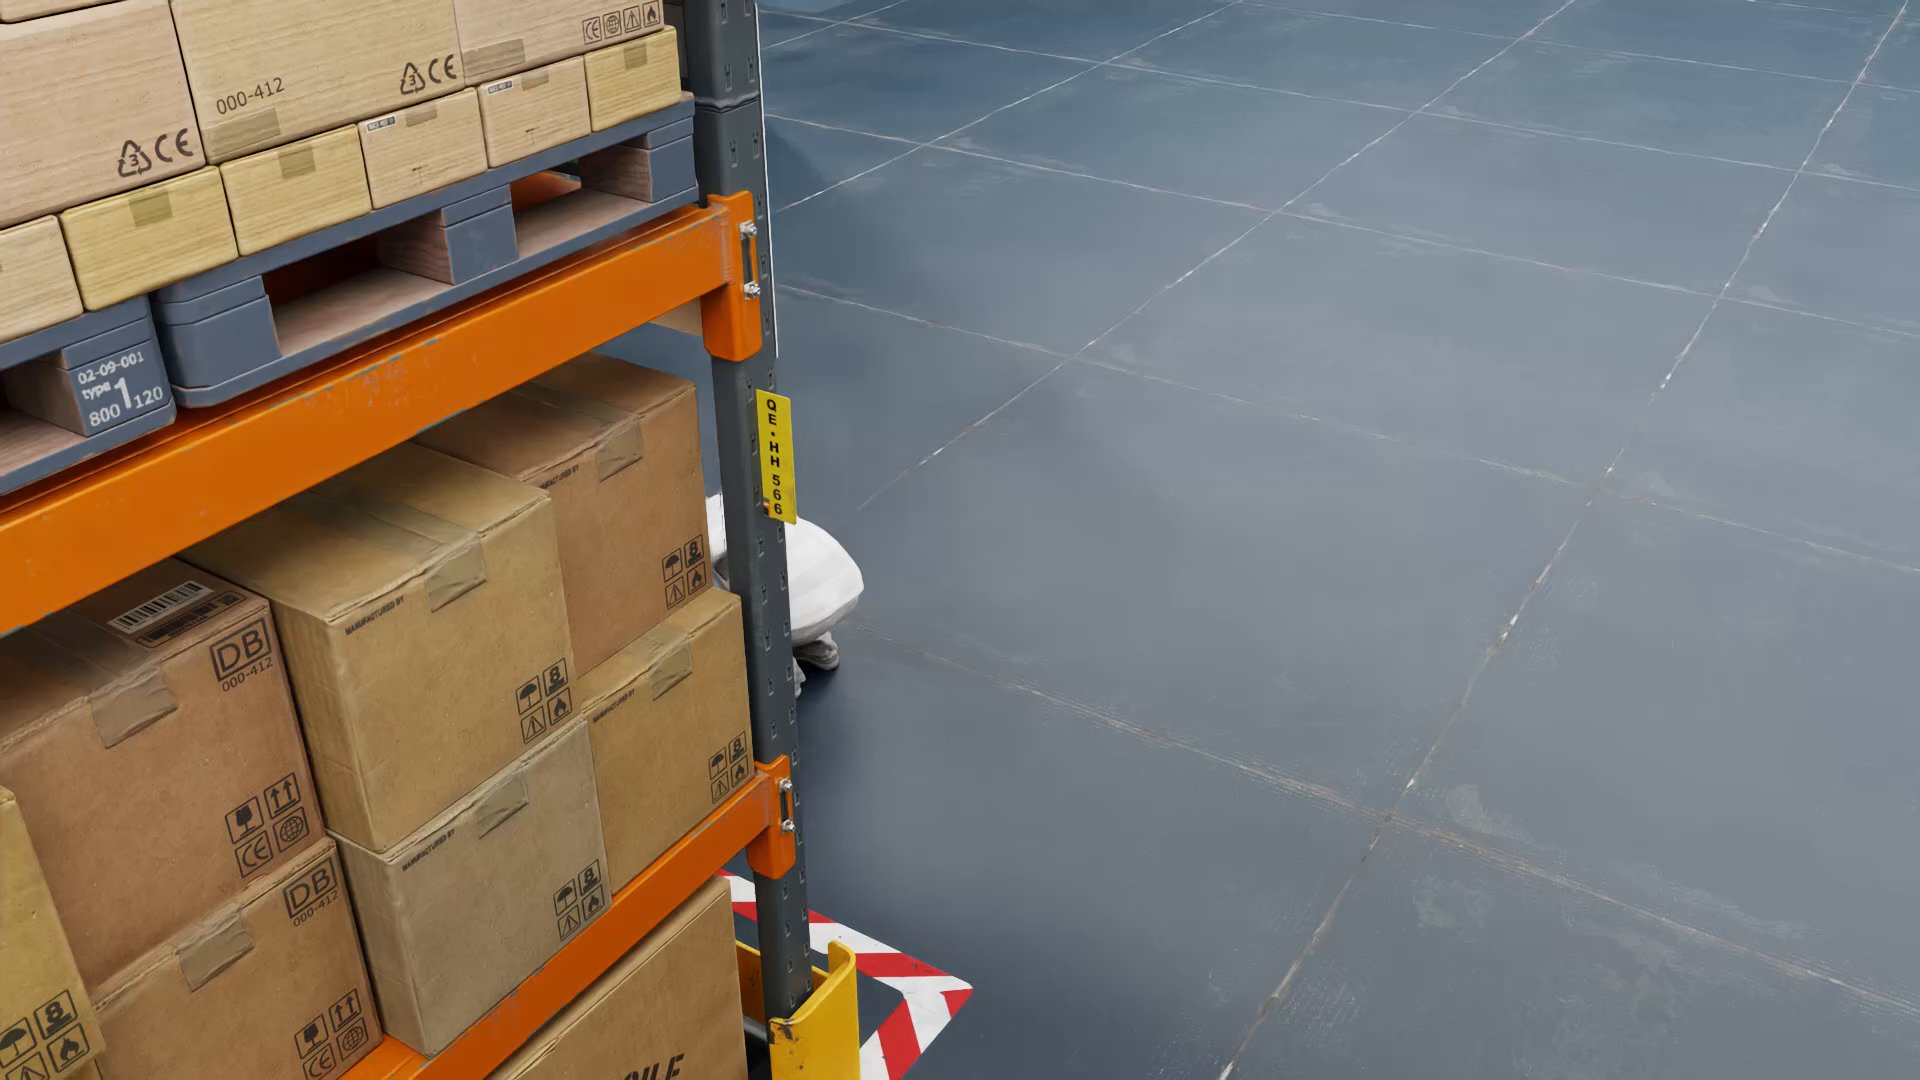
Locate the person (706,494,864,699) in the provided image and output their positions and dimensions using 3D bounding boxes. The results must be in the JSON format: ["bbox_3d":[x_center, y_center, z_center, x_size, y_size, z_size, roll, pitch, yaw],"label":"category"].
[{"bbox_3d":[-0.863,0.184,6.803,0.944,0.864,0.528,17,35,27],"label":"person"}]
